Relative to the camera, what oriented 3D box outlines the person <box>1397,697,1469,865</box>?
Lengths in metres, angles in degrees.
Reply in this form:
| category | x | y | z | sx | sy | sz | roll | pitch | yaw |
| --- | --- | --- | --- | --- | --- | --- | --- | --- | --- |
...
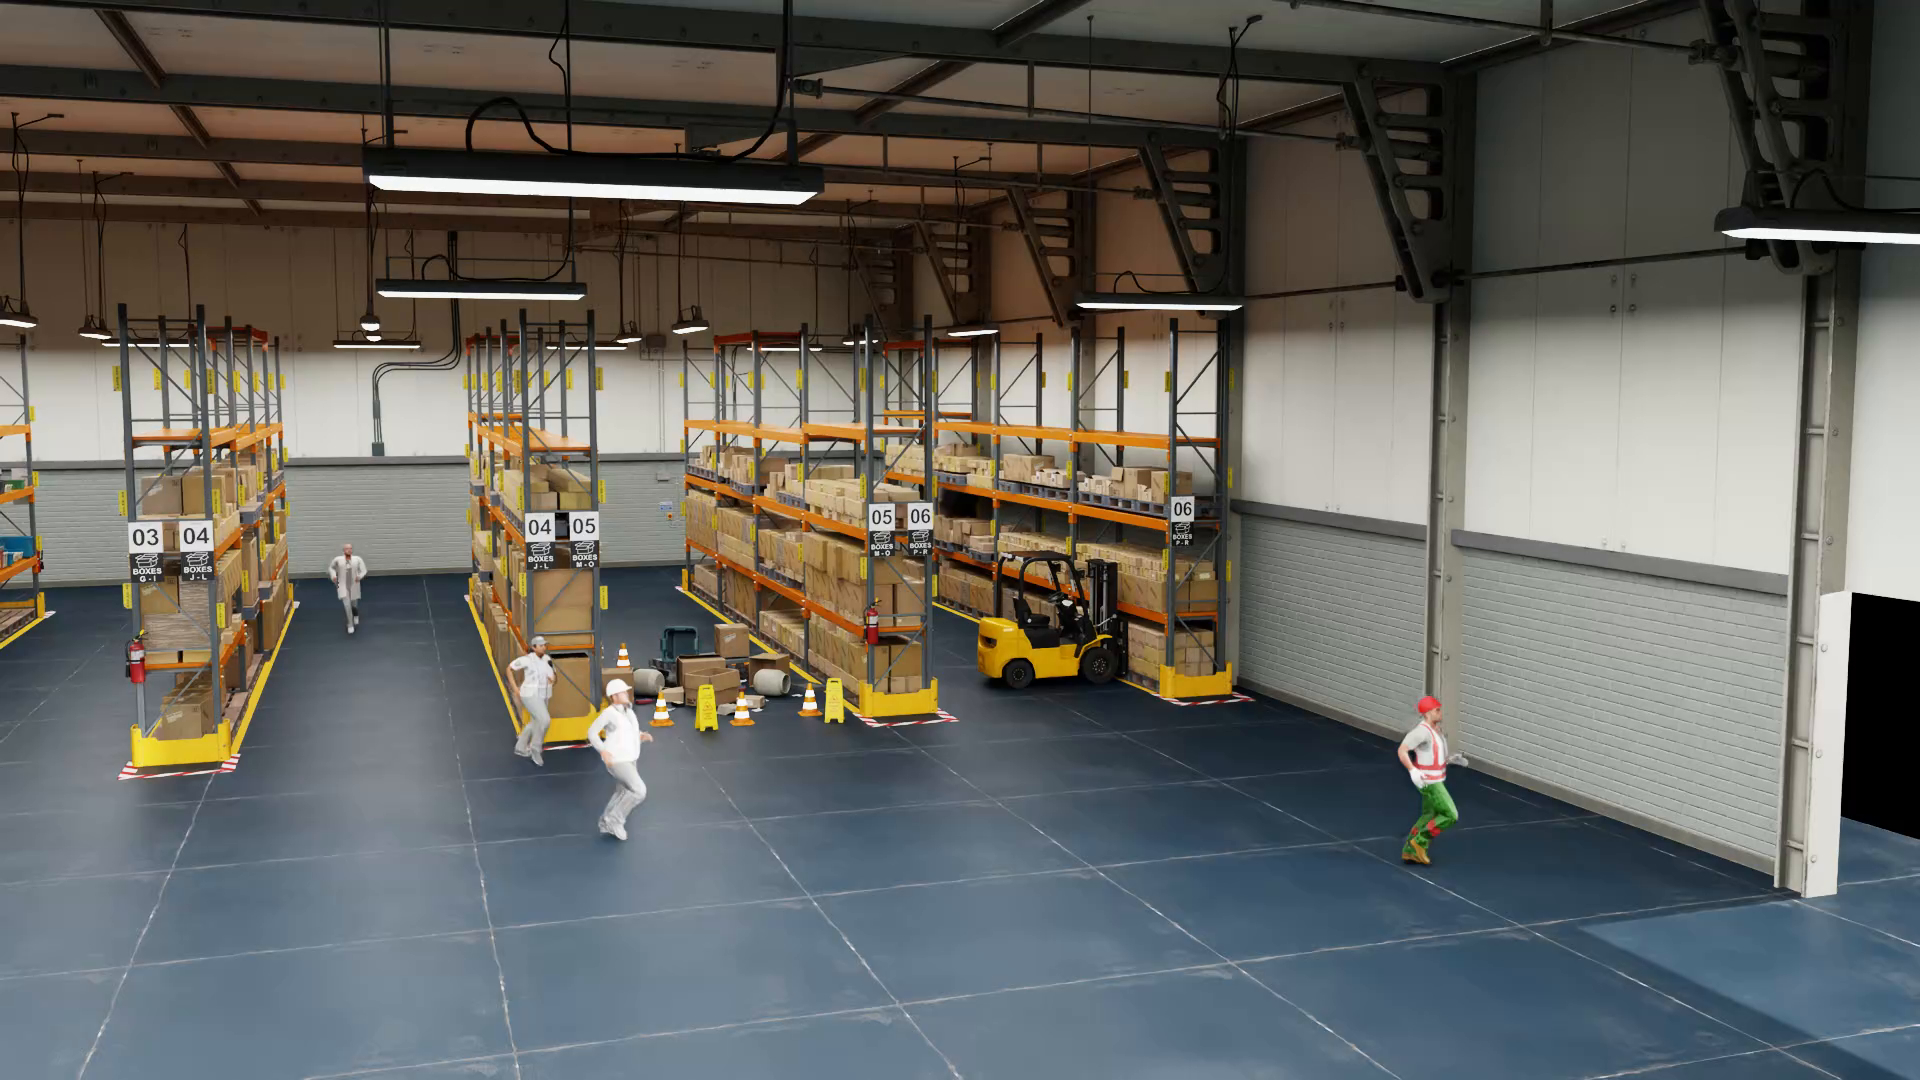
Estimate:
| category | x | y | z | sx | sy | sz | roll | pitch | yaw |
| --- | --- | --- | --- | --- | --- | --- | --- | --- | --- |
| person | 4.892 | 2.487 | 17.141 | 0.650 | 1.743 | 0.646 | 3 | 6 | 29 |

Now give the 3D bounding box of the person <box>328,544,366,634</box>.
| category | x | y | z | sx | sy | sz | roll | pitch | yaw |
| --- | --- | --- | --- | --- | --- | --- | --- | --- | --- |
| person | -12.323 | 0.958 | 33.491 | 0.715 | 1.776 | 0.940 | -2 | 6 | -23 |

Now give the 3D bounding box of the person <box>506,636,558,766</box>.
| category | x | y | z | sx | sy | sz | roll | pitch | yaw |
| --- | --- | --- | --- | --- | --- | --- | --- | --- | --- |
| person | -5.609 | 2.107 | 21.988 | 0.697 | 1.673 | 0.612 | 2 | 6 | 25 |

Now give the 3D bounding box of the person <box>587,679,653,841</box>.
| category | x | y | z | sx | sy | sz | roll | pitch | yaw |
| --- | --- | --- | --- | --- | --- | --- | --- | --- | --- |
| person | -3.677 | 2.398 | 18.182 | 0.678 | 1.753 | 0.630 | 1 | 6 | 13 |
